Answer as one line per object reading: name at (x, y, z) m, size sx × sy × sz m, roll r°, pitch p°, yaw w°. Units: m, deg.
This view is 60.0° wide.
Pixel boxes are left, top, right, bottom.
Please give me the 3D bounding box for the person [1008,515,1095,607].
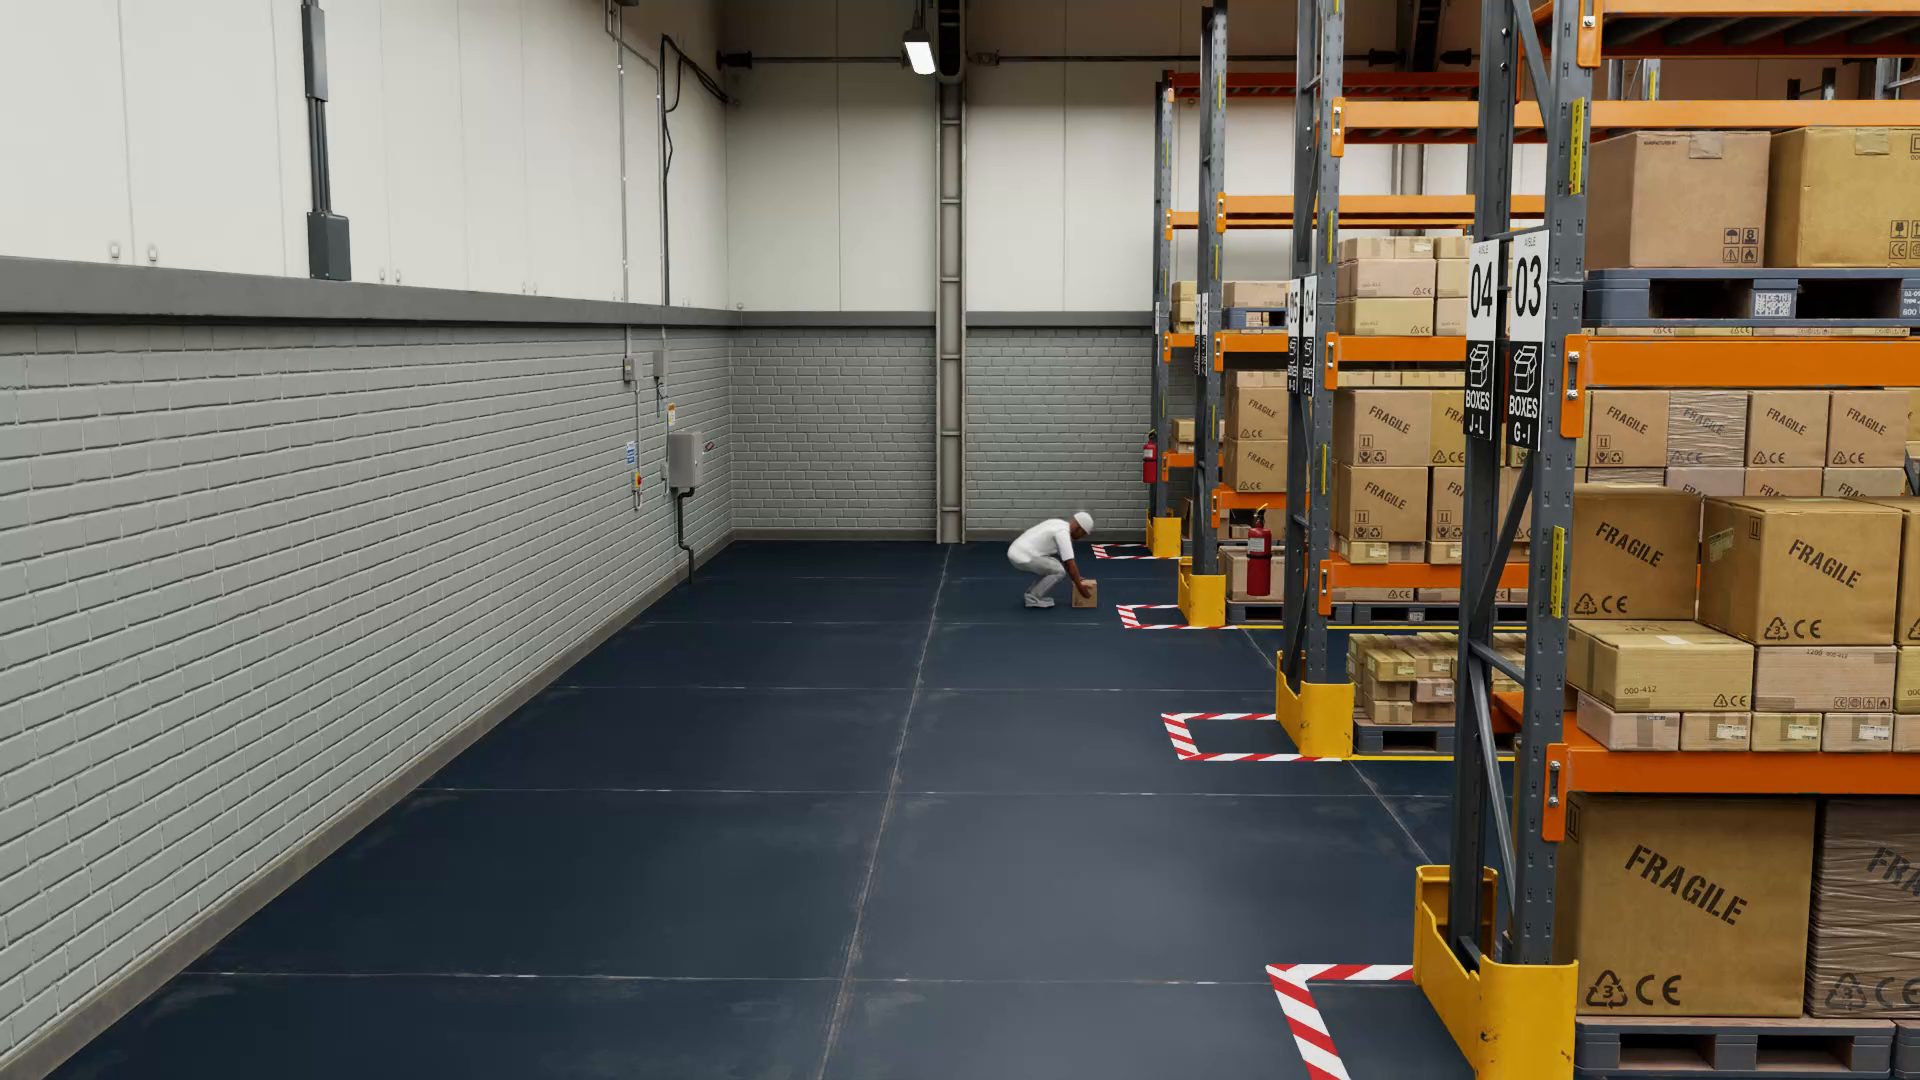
person at (0.946, 0.213, 17.310) m, size 0.896 × 0.941 × 0.572 m, roll 0°, pitch 7°, yaw 1°
